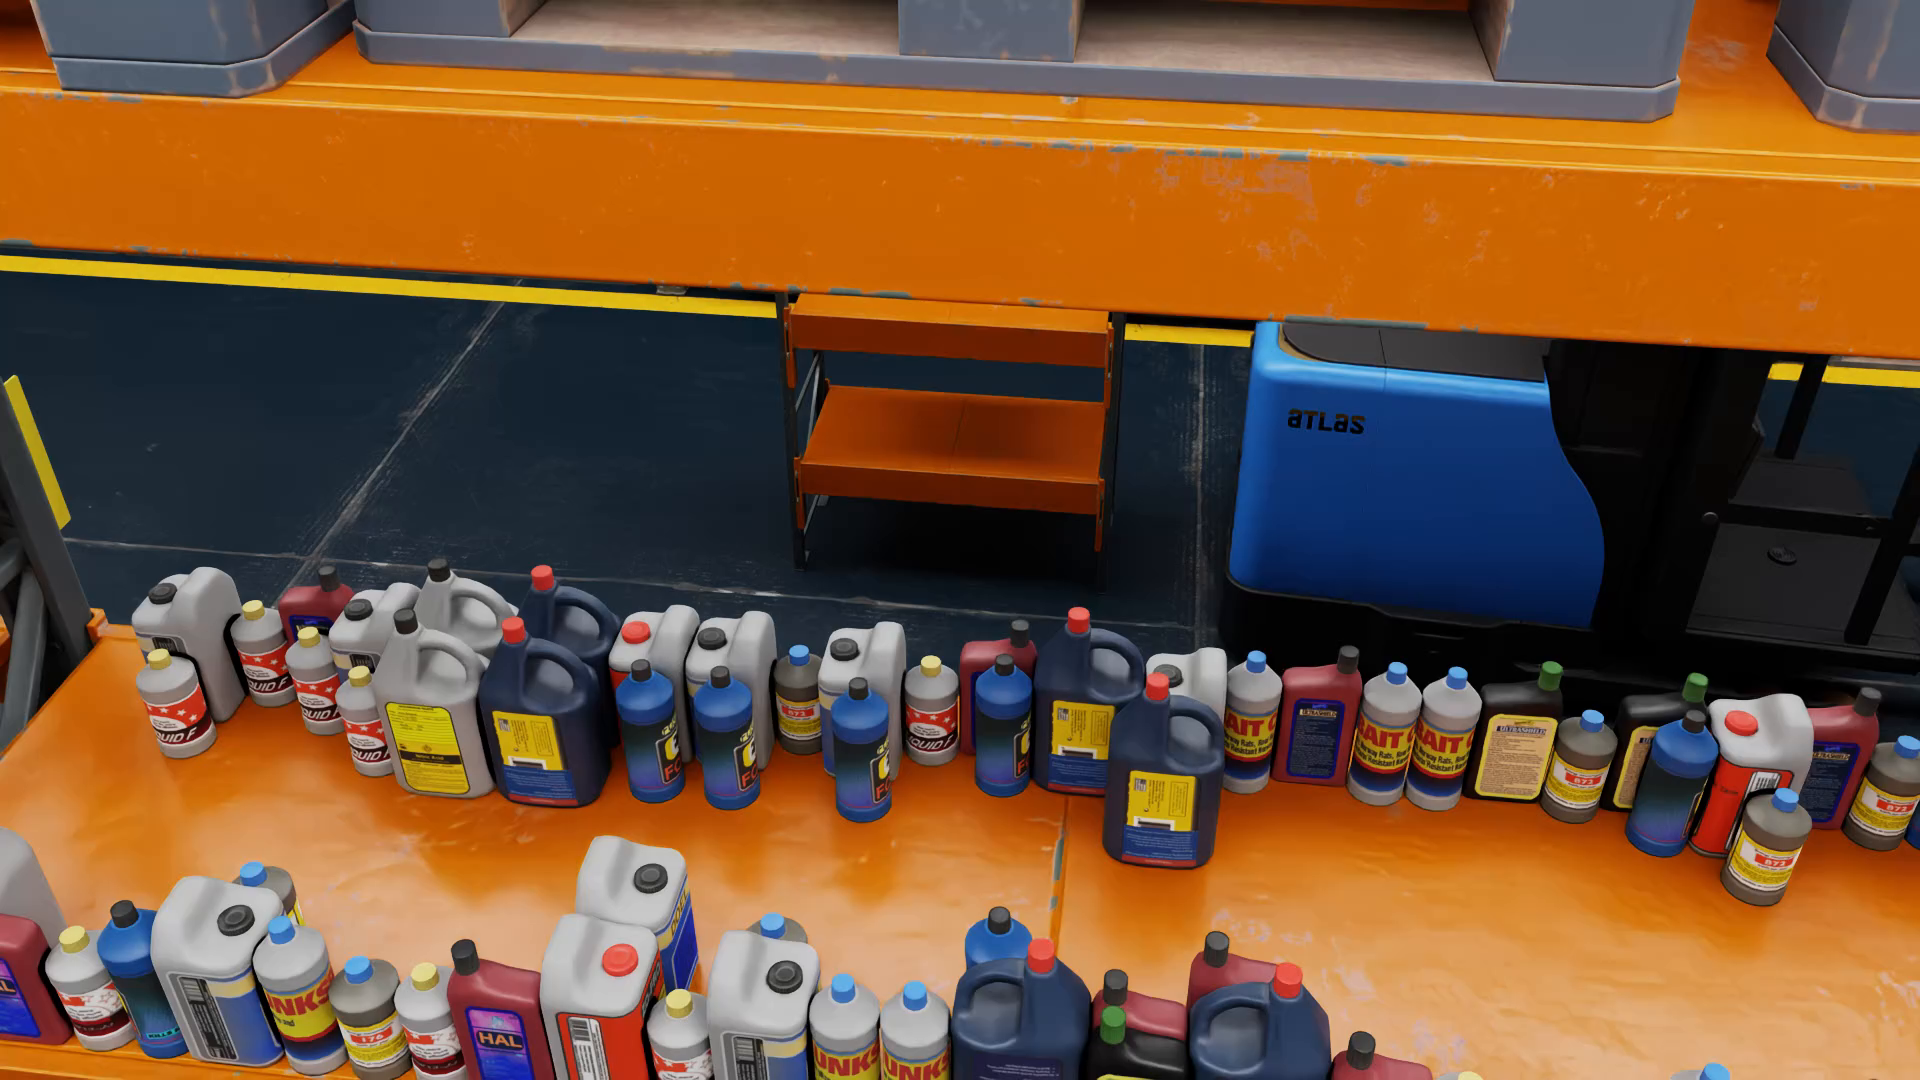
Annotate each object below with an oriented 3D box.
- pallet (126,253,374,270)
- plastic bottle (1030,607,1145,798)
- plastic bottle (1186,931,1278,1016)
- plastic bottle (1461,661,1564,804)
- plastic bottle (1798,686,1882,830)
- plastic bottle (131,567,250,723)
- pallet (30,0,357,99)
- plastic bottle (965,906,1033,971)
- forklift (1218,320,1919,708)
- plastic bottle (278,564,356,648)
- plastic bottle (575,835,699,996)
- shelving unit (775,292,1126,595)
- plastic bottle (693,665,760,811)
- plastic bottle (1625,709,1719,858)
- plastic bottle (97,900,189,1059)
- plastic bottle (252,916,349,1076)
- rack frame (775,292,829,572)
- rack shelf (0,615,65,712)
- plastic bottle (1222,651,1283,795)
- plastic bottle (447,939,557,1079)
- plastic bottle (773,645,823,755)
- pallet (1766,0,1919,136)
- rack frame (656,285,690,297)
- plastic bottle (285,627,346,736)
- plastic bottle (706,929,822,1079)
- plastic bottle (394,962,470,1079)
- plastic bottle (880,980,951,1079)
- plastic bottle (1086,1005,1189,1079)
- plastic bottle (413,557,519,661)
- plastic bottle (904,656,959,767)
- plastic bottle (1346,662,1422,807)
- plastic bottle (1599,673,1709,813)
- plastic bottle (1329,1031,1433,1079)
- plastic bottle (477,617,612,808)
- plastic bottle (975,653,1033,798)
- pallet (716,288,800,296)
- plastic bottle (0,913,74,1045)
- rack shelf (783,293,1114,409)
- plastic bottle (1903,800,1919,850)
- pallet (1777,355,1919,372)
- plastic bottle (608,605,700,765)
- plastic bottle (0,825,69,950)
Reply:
[{"bbox_3d":[-3.154,-1.625,7.845,1.213,0.211,1.003,4,36,6],"label":"pallet"},{"bbox_3d":[0.219,0.265,2.839,0.185,0.351,0.144,4,36,6],"label":"plastic bottle"},{"bbox_3d":[0.386,0.662,2.340,0.133,0.283,0.061,4,36,6],"label":"plastic bottle"},{"bbox_3d":[0.938,0.322,2.817,0.133,0.283,0.061,4,36,6],"label":"plastic bottle"},{"bbox_3d":[1.432,0.359,2.766,0.133,0.283,0.061,4,36,6],"label":"plastic bottle"},{"bbox_3d":[-1.395,0.178,3.026,0.135,0.276,0.152,4,36,6],"label":"plastic bottle"},{"bbox_3d":[-1.037,-0.858,1.951,1.003,0.211,1.213,4,36,6],"label":"pallet"},{"bbox_3d":[0.055,0.632,2.393,0.097,0.271,0.097,0,36,0],"label":"plastic bottle"},{"bbox_3d":[2.379,-0.923,4.520,3.031,2.935,1.130,6,36,9],"label":"forklift"},{"bbox_3d":[-1.160,0.165,3.036,0.133,0.283,0.061,4,36,6],"label":"plastic bottle"},{"bbox_3d":[-0.479,0.569,2.477,0.135,0.276,0.152,4,36,6],"label":"plastic bottle"},{"bbox_3d":[-0.007,-0.458,5.424,1.048,1.125,0.538,4,36,6],"label":"shelving unit"},{"bbox_3d":[-0.396,0.327,2.820,0.097,0.271,0.097,0,36,0],"label":"plastic bottle"},{"bbox_3d":[1.174,0.391,2.731,0.097,0.271,0.097,0,36,0],"label":"plastic bottle"},{"bbox_3d":[-1.172,0.625,2.403,0.097,0.271,0.097,0,36,0],"label":"plastic bottle"},{"bbox_3d":[-0.942,0.642,2.379,0.097,0.271,0.097,0,36,0],"label":"plastic bottle"},{"bbox_3d":[-0.511,-0.496,5.477,0.032,1.125,0.500,4,36,6],"label":"rack frame"},{"bbox_3d":[-3.811,0.429,3.186,4.000,0.370,1.077,4,36,6],"label":"rack shelf"},{"bbox_3d":[0.495,0.305,2.852,0.097,0.271,0.097,0,36,0],"label":"plastic bottle"},{"bbox_3d":[-0.637,0.670,2.329,0.133,0.283,0.061,4,36,6],"label":"plastic bottle"},{"bbox_3d":[-0.280,0.275,2.953,0.097,0.201,0.097,0,36,0],"label":"plastic bottle"},{"bbox_3d":[1.394,-0.677,1.697,1.213,0.211,1.003,4,36,6],"label":"pallet"},{"bbox_3d":[-1.196,-2.570,6.768,0.127,3.000,1.000,4,36,6],"label":"rack frame"},{"bbox_3d":[-1.152,0.246,2.995,0.097,0.201,0.097,0,36,0],"label":"plastic bottle"},{"bbox_3d":[-0.268,0.674,2.330,0.135,0.276,0.152,4,36,6],"label":"plastic bottle"},{"bbox_3d":[-0.749,0.685,2.379,0.097,0.201,0.097,0,36,0],"label":"plastic bottle"},{"bbox_3d":[-0.060,0.708,2.287,0.097,0.271,0.097,0,36,0],"label":"plastic bottle"},{"bbox_3d":[0.236,0.735,2.238,0.133,0.283,0.061,4,36,6],"label":"plastic bottle"},{"bbox_3d":[-0.874,0.184,2.953,0.185,0.351,0.144,4,36,6],"label":"plastic bottle"},{"bbox_3d":[-0.050,0.292,2.929,0.097,0.201,0.097,0,36,0],"label":"plastic bottle"},{"bbox_3d":[0.724,0.322,2.828,0.097,0.271,0.097,0,36,0],"label":"plastic bottle"},{"bbox_3d":[1.166,0.339,2.793,0.133,0.283,0.061,4,36,6],"label":"plastic bottle"},{"bbox_3d":[0.551,0.759,2.205,0.133,0.283,0.061,4,36,6],"label":"plastic bottle"},{"bbox_3d":[-0.709,0.281,2.817,0.185,0.351,0.144,4,36,6],"label":"plastic bottle"},{"bbox_3d":[0.074,0.309,2.846,0.097,0.271,0.097,0,36,0],"label":"plastic bottle"},{"bbox_3d":[-0.421,-1.421,7.559,1.213,0.211,1.003,4,36,6],"label":"pallet"},{"bbox_3d":[-1.385,0.615,2.407,0.133,0.283,0.061,4,36,6],"label":"plastic bottle"},{"bbox_3d":[-0.007,-0.697,5.254,1.000,0.278,0.538,4,36,6],"label":"rack shelf"},{"bbox_3d":[1.641,0.390,2.732,0.097,0.271,0.097,0,36,0],"label":"plastic bottle"},{"bbox_3d":[3.546,-1.080,7.081,1.213,0.211,1.003,4,36,6],"label":"pallet"},{"bbox_3d":[-0.532,0.242,2.936,0.135,0.276,0.152,4,36,6],"label":"plastic bottle"},{"bbox_3d":[-1.479,0.520,2.482,0.185,0.351,0.144,4,36,6],"label":"plastic bottle"}]
